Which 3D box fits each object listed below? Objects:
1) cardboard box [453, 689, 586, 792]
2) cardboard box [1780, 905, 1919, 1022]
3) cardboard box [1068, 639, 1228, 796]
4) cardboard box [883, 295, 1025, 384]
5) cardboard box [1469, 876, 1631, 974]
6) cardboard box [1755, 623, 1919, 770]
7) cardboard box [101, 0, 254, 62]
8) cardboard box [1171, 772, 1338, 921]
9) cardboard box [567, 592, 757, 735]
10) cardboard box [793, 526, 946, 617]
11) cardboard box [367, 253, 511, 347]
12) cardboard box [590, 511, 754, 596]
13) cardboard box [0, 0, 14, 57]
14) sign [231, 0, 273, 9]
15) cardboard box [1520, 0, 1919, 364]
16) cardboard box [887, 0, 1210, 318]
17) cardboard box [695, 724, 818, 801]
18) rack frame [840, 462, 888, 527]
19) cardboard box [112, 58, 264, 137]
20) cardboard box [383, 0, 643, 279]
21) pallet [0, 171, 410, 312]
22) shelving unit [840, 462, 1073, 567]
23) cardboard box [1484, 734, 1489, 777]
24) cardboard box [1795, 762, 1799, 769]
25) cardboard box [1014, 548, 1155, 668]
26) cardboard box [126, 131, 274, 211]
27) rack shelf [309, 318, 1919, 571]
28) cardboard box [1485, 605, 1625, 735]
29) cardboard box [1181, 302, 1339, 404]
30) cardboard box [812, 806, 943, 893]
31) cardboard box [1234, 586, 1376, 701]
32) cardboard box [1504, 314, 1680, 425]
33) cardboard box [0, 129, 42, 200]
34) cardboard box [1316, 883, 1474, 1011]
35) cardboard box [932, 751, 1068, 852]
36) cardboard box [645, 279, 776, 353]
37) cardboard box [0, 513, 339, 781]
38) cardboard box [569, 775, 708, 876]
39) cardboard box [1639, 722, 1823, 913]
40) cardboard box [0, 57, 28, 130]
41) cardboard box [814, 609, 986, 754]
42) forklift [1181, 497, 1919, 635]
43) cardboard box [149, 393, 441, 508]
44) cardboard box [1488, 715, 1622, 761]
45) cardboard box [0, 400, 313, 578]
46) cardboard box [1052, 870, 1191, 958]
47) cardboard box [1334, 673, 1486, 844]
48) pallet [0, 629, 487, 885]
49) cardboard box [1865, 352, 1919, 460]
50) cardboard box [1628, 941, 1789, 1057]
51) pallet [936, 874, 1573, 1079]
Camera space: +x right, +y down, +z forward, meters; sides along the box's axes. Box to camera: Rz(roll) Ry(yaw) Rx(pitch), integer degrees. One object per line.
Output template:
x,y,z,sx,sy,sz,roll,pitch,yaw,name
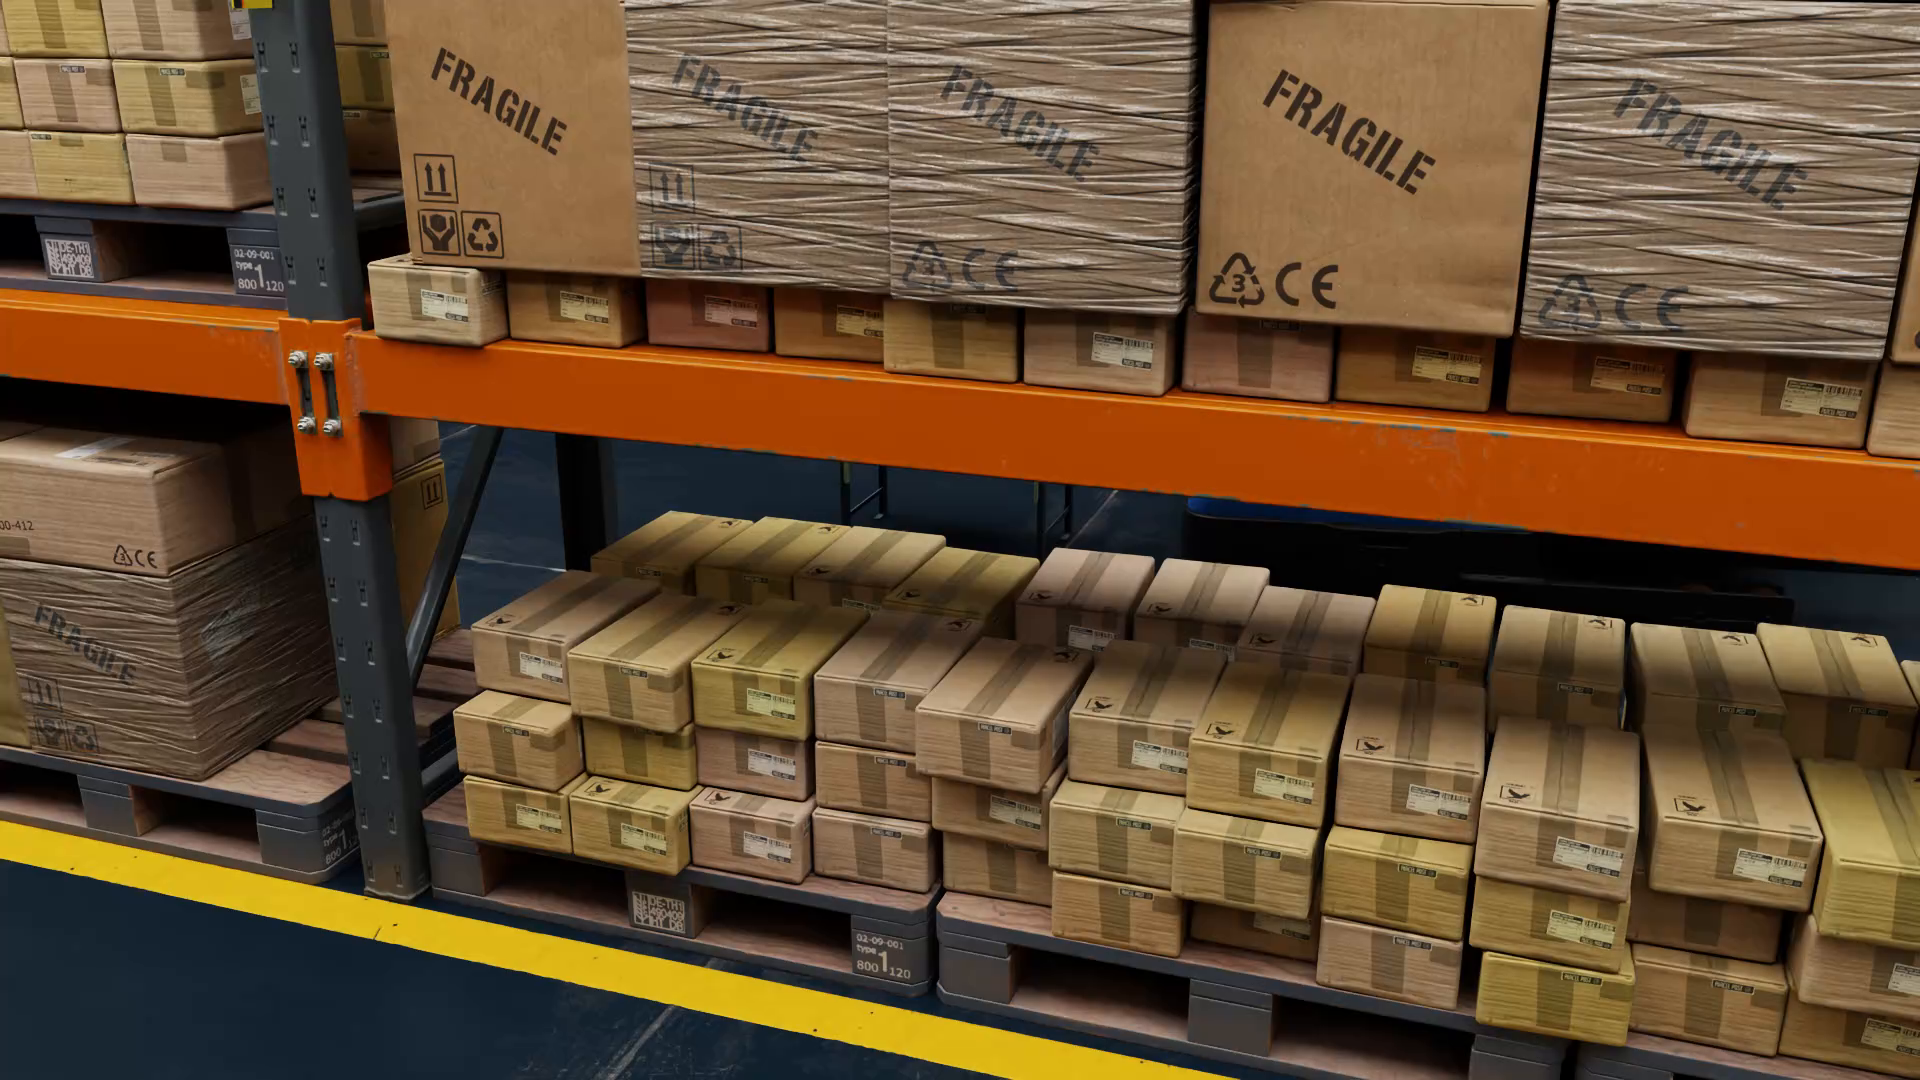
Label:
-0.888,0.386,3.653,0.250,0.149,0.380,8,21,21,cardboard box
1.570,0.656,2.880,0.250,0.149,0.380,6,20,16,cardboard box
0.380,0.346,3.314,0.250,0.149,0.380,6,20,16,cardboard box
0.044,-0.413,3.086,0.250,0.149,0.380,7,20,19,cardboard box
1.076,0.604,3.029,0.250,0.149,0.380,7,20,19,cardboard box
1.774,0.317,3.398,0.250,0.149,0.380,6,20,18,cardboard box
-1.568,-1.103,3.524,0.250,0.149,0.380,8,21,21,cardboard box
0.571,0.549,3.185,0.250,0.149,0.380,7,20,19,cardboard box
-0.627,0.257,3.572,0.250,0.149,0.380,8,21,21,cardboard box
-0.212,0.104,4.009,0.250,0.149,0.380,6,20,18,cardboard box
-0.965,-0.509,3.361,0.250,0.149,0.380,7,21,20,cardboard box
-0.704,0.064,4.124,0.250,0.149,0.380,7,20,20,cardboard box
-2.066,-1.161,3.688,0.250,0.149,0.380,6,20,16,cardboard box
-1.304,-1.134,3.013,0.005,0.325,0.100,7,20,18,sign
1.177,-0.593,2.617,0.500,0.500,0.500,7,20,18,cardboard box
0.194,-0.699,2.921,0.500,0.500,0.500,6,20,17,cardboard box
-0.377,0.401,3.611,0.250,0.149,0.380,6,20,18,cardboard box
-0.352,-0.748,5.945,0.023,1.500,0.400,7,20,18,rack frame
-1.566,-0.962,3.570,0.250,0.149,0.380,7,20,20,cardboard box
-0.740,-0.816,3.256,0.500,0.500,0.500,6,20,17,cardboard box
-1.799,-0.797,4.098,1.213,0.211,1.003,7,20,18,pallet
-0.006,-0.709,5.831,0.755,1.500,0.431,7,20,18,shelving unit
1.068,0.523,3.713,0.250,0.149,0.380,6,20,15,cardboard box
1.742,0.497,3.335,0.250,0.149,0.380,7,20,19,cardboard box
0.294,0.157,3.857,0.250,0.149,0.380,6,20,15,cardboard box
-1.565,-0.821,3.618,0.250,0.149,0.380,6,20,17,cardboard box
0.764,-0.204,3.198,4.000,0.370,1.077,7,20,18,rack shelf
1.254,0.283,3.495,0.250,0.149,0.380,7,21,20,cardboard box
0.563,-0.367,2.955,0.250,0.149,0.380,7,21,20,cardboard box
-0.127,0.578,3.553,0.250,0.149,0.380,6,20,17,cardboard box
0.751,0.243,3.610,0.250,0.149,0.380,7,20,18,cardboard box
1.065,-0.323,2.828,0.250,0.149,0.380,6,20,16,cardboard box
-2.046,-0.876,3.777,0.250,0.149,0.380,6,20,18,cardboard box
0.839,0.710,3.176,0.250,0.149,0.380,7,20,19,cardboard box
0.129,0.468,3.419,0.250,0.149,0.380,8,21,21,cardboard box
-0.428,-0.492,3.312,0.250,0.149,0.380,6,20,16,cardboard box
-1.907,0.220,4.046,0.500,0.500,0.500,6,20,17,cardboard box
-0.635,0.556,3.618,0.250,0.149,0.380,7,20,20,cardboard box
1.341,0.479,2.933,0.250,0.149,0.380,6,20,16,cardboard box
-2.049,-1.018,3.730,0.250,0.149,0.380,7,21,20,cardboard box
-0.118,0.290,3.477,0.250,0.149,0.380,6,20,17,cardboard box
2.296,-1.256,5.226,3.031,2.935,1.130,3,19,9,forklift
-1.737,-0.294,4.383,0.500,0.250,0.500,6,20,16,cardboard box
1.254,0.436,3.508,0.250,0.149,0.380,6,20,15,cardboard box
-1.912,-0.134,3.924,0.500,0.250,0.500,6,20,17,cardboard box
0.352,0.655,3.334,0.250,0.149,0.380,6,20,17,cardboard box
0.857,0.405,3.147,0.250,0.149,0.380,6,20,16,cardboard box
-1.861,0.473,4.398,1.213,0.211,1.003,7,20,18,pallet
1.539,-0.238,2.583,0.250,0.149,0.380,7,20,20,cardboard box
1.353,0.754,3.050,0.250,0.149,0.380,7,20,19,cardboard box
0.677,0.749,3.605,1.213,0.211,1.003,7,20,18,pallet
